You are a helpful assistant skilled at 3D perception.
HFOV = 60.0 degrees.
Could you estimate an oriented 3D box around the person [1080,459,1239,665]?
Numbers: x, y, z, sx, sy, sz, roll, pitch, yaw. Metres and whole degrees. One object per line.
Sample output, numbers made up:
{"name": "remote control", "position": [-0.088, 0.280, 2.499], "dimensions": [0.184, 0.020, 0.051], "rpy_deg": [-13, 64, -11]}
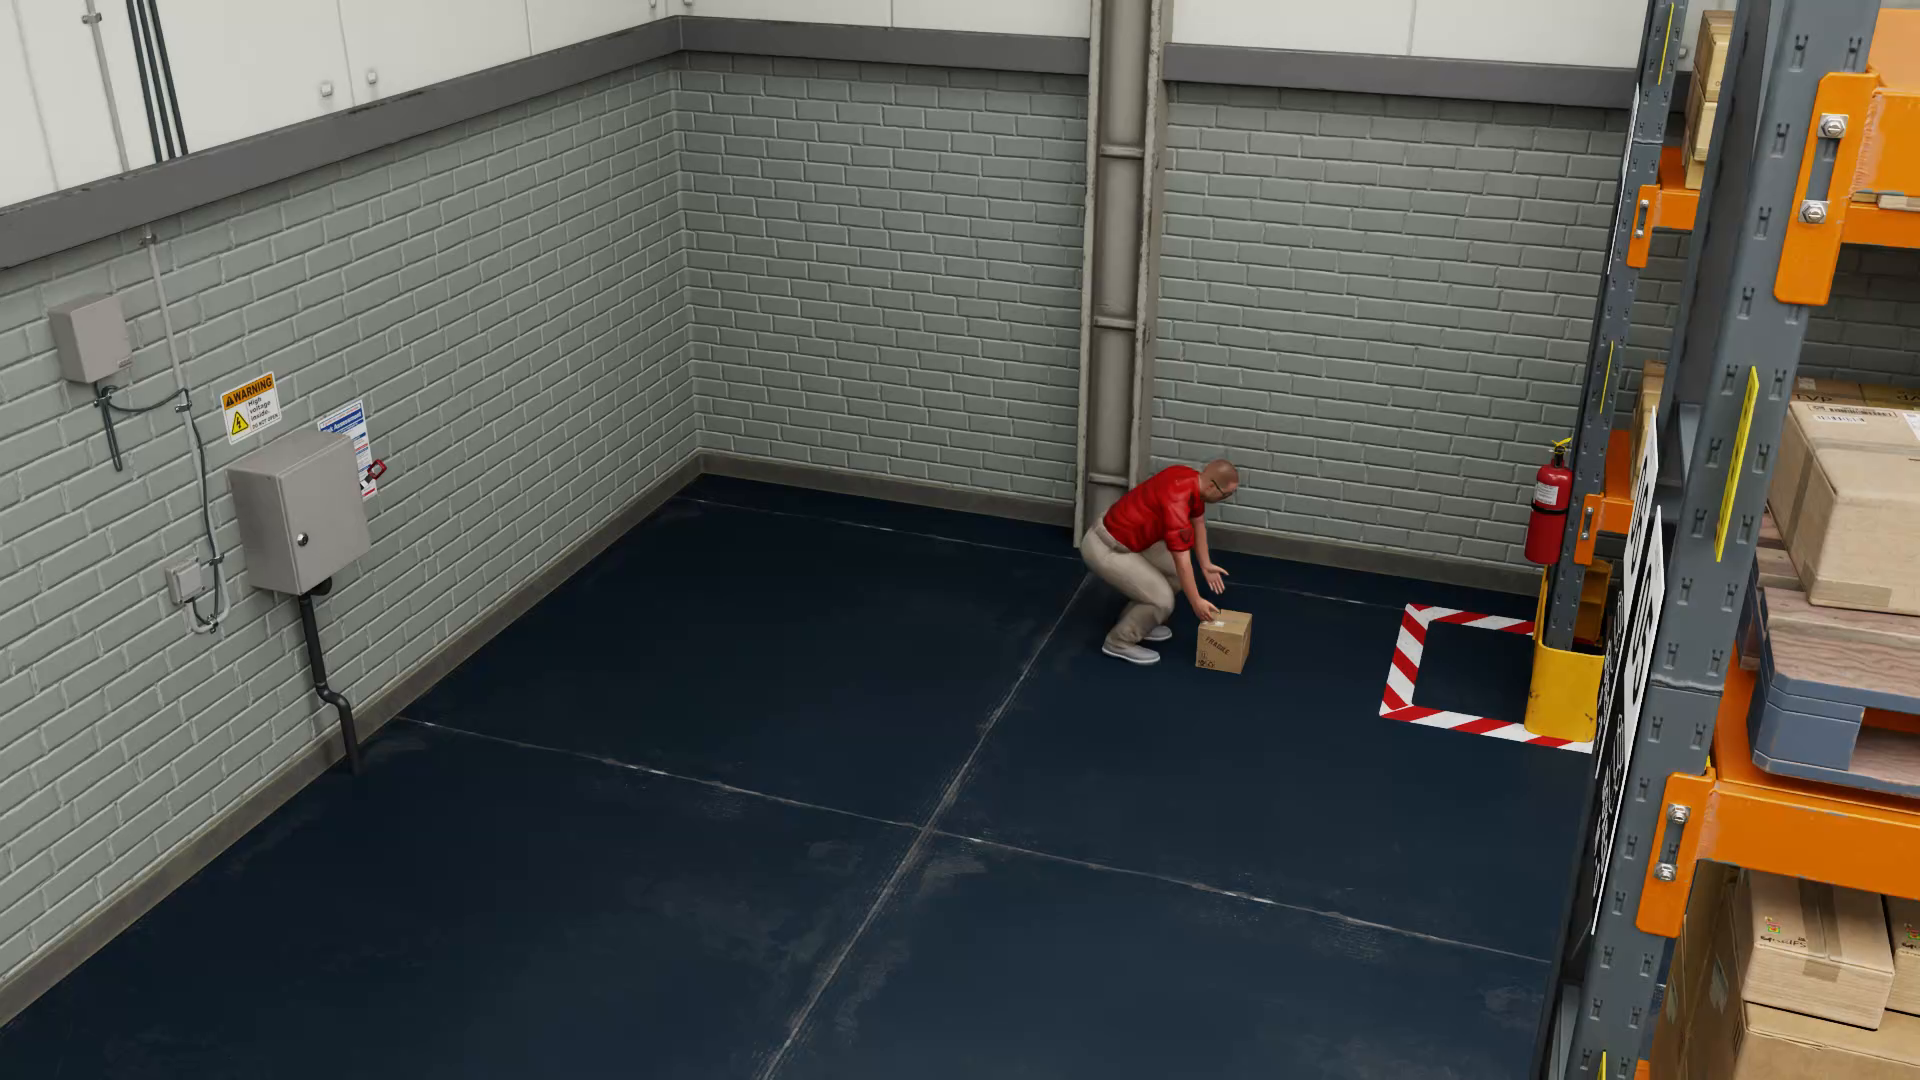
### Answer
{"name": "person", "position": [1.088, 0.068, 9.140], "dimensions": [0.814, 1.170, 0.578], "rpy_deg": [9, 27, 17]}
